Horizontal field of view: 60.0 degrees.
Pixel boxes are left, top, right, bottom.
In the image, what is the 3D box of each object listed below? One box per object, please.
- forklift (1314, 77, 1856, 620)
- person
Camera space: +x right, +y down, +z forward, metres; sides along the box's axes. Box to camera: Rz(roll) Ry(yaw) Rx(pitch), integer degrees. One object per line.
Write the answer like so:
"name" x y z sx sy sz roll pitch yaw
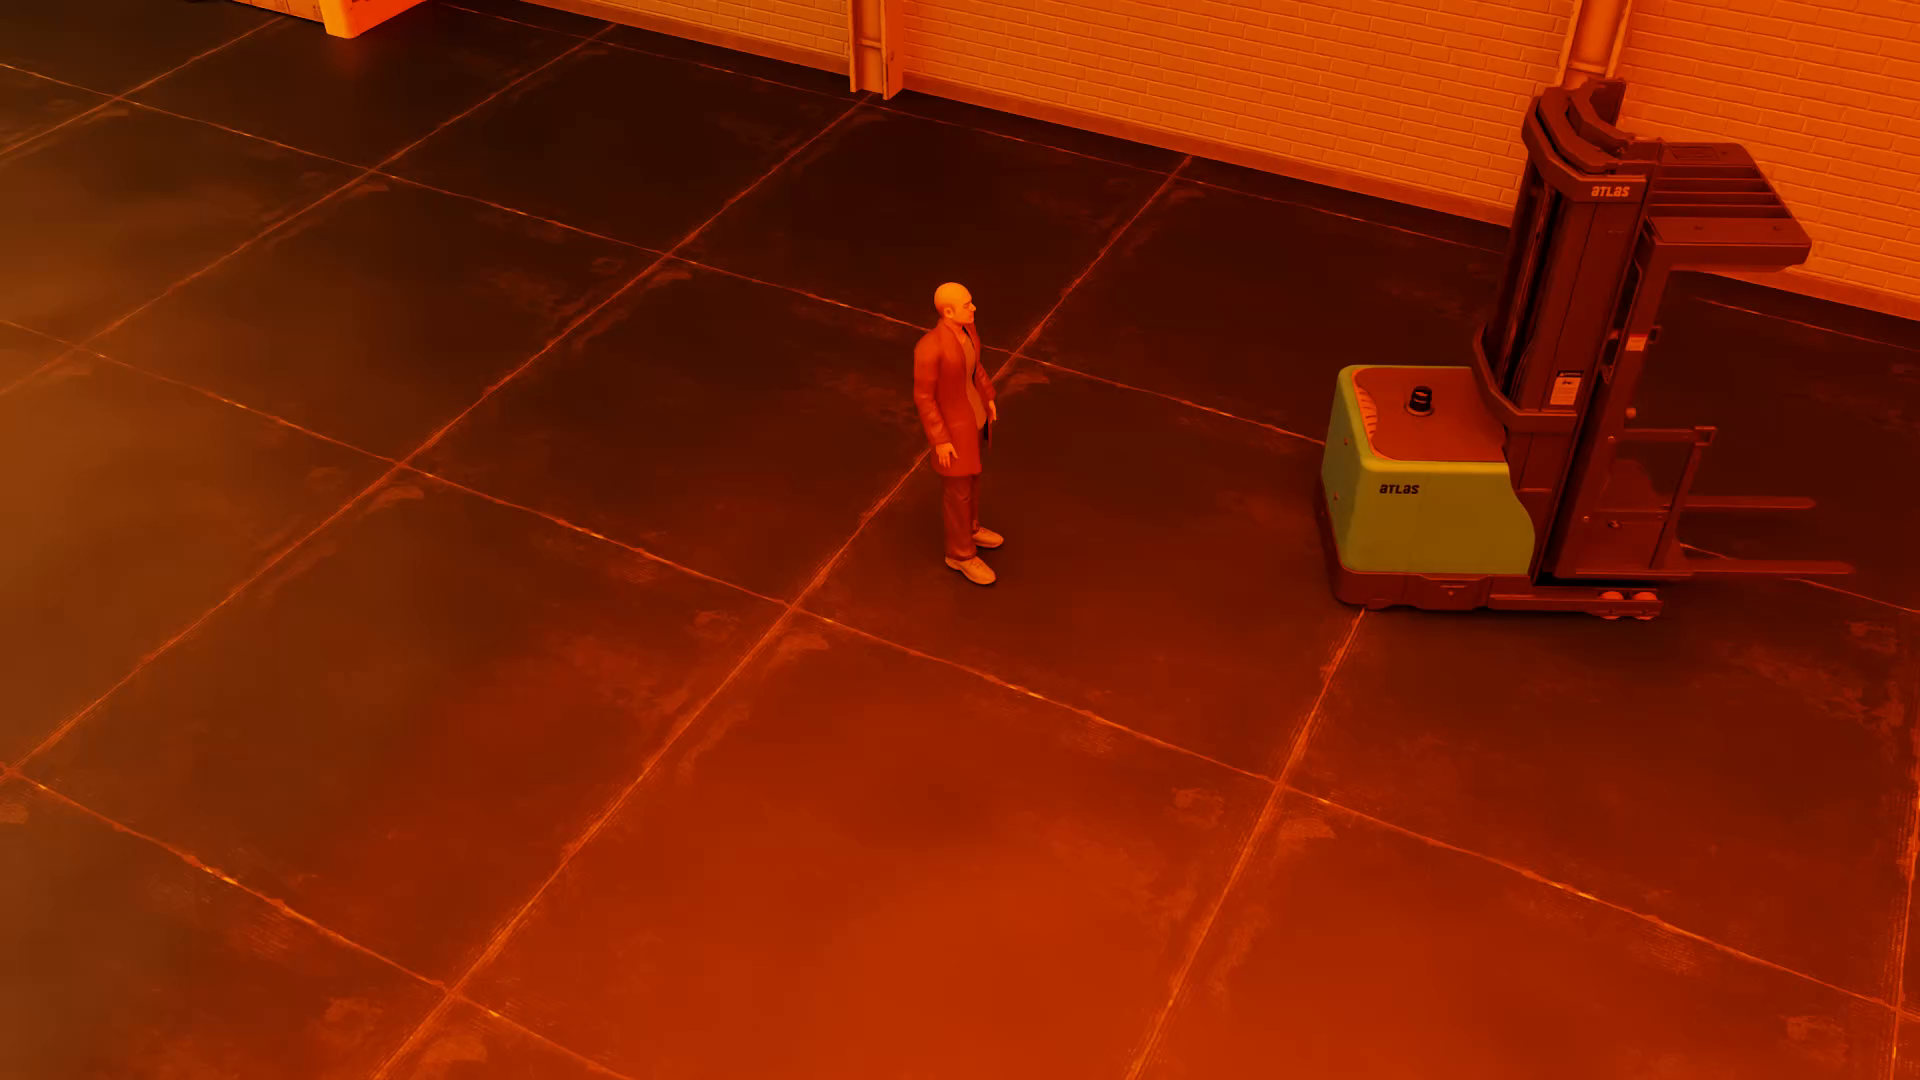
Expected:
"forklift" 3.721 -1.005 9.180 3.031 2.935 1.130 1 40 1
"person" 0.078 -0.656 9.649 0.582 1.775 0.696 18 43 21
